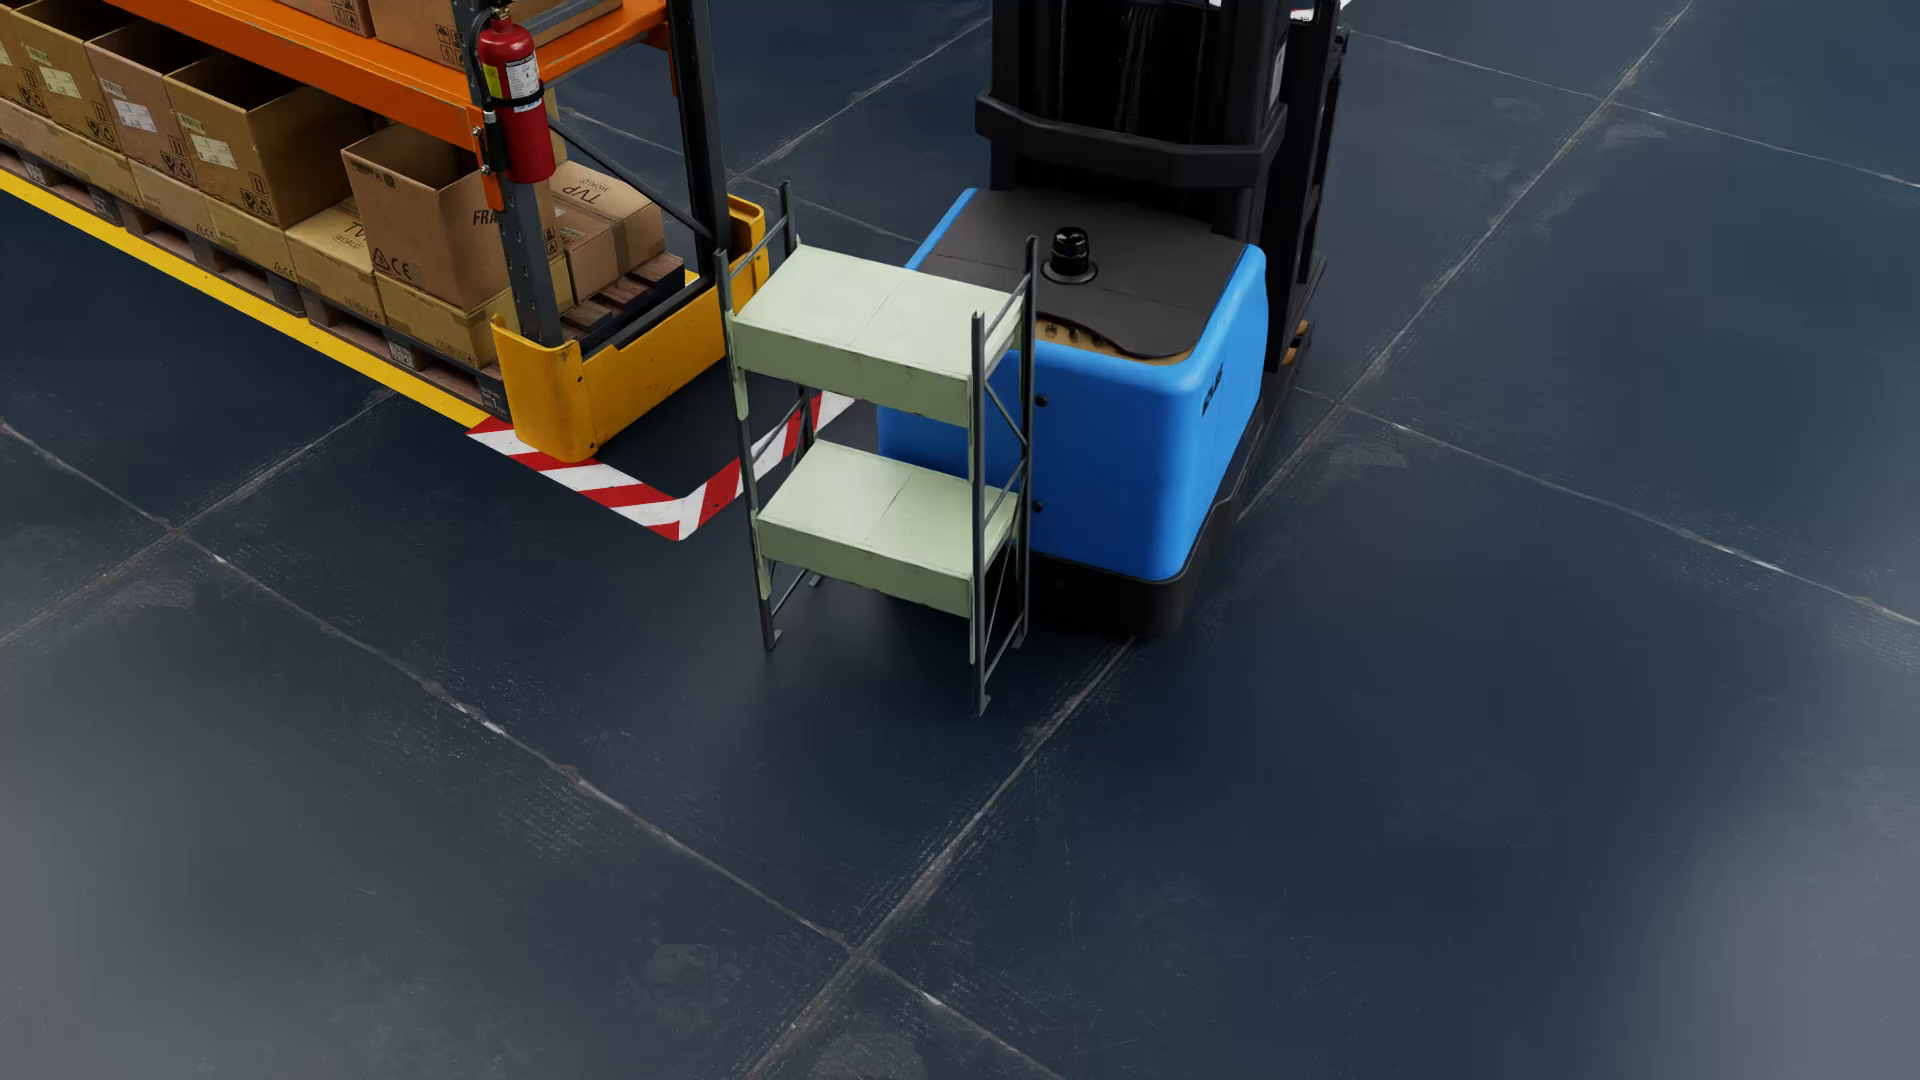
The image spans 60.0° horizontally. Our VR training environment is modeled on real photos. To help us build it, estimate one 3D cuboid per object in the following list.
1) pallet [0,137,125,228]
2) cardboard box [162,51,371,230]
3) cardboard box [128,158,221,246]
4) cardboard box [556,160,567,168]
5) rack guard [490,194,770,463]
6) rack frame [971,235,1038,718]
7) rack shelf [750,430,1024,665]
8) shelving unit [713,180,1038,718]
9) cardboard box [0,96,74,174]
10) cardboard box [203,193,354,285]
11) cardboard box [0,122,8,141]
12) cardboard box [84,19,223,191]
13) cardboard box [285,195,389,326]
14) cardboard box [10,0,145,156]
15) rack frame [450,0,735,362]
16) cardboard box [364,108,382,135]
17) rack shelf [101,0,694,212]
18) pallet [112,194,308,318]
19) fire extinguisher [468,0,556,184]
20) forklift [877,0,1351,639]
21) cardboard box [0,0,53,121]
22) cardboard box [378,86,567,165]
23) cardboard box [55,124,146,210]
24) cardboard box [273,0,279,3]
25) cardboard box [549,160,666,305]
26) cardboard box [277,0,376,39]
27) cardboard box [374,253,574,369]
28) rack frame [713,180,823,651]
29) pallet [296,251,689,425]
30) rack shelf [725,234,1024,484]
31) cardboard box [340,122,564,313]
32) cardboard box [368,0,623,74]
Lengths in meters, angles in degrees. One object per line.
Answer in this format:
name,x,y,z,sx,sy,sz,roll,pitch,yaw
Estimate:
pallet,-3.874,-1.939,7.758,1.213,0.211,1.003,25,48,25
cardboard box,-2.663,-1.603,6.476,0.500,0.500,0.500,25,48,25
cardboard box,-3.070,-1.517,6.943,0.500,0.250,0.500,25,48,25
cardboard box,-1.949,-1.422,6.836,0.500,0.250,0.500,25,48,25
rack guard,-1.206,-0.833,6.306,0.348,0.500,1.175,25,48,25
rack frame,0.124,-0.127,4.759,0.023,1.500,0.400,16,46,17
rack shelf,-0.209,0.015,5.090,0.720,0.370,0.431,16,46,17
shelving unit,-0.213,-0.224,4.867,0.755,1.500,0.431,16,46,17
cardboard box,-3.889,-1.900,7.371,0.500,0.250,0.500,25,48,25
cardboard box,-2.661,-1.325,6.728,0.500,0.250,0.500,25,48,25
cardboard box,-4.295,-2.094,7.588,0.500,0.250,0.500,25,48,25
cardboard box,-3.072,-1.795,6.691,0.500,0.500,0.500,25,48,25
cardboard box,-2.251,-1.134,6.515,0.500,0.250,0.500,25,48,25
cardboard box,-3.482,-1.985,6.904,0.500,0.500,0.500,25,48,25
rack frame,-1.226,-1.774,5.483,0.127,3.000,1.000,25,48,25
cardboard box,-2.365,-1.887,6.794,0.500,0.500,0.500,25,48,25
rack shelf,-2.863,-2.271,6.578,4.000,0.370,1.077,25,48,25
pallet,-2.871,-1.472,7.237,1.213,0.211,1.003,25,48,25
fire extinguisher,-1.396,-1.446,5.175,0.183,0.674,0.296,25,48,25
forklift,0.746,-1.770,5.530,1.130,2.935,3.031,15,44,16
cardboard box,-3.887,-2.181,7.123,0.500,0.500,0.500,25,48,25
cardboard box,-1.948,-1.702,6.588,0.500,0.500,0.500,25,48,25
cardboard box,-3.483,-1.705,7.154,0.500,0.250,0.500,25,48,25
cardboard box,-2.437,-2.388,6.095,0.500,0.500,0.700,25,48,26
cardboard box,-1.537,-1.232,6.625,0.500,0.250,0.500,25,48,25
cardboard box,-2.034,-2.195,5.879,0.500,0.500,0.700,26,48,26
cardboard box,-1.835,-0.950,6.309,0.500,0.250,0.500,25,48,25
rack frame,-0.549,-0.320,4.975,0.023,1.500,0.400,16,46,17
pallet,-1.876,-1.005,6.714,1.213,0.211,1.003,25,48,25
rack shelf,-0.216,-0.509,4.600,0.720,0.370,0.431,16,46,17
cardboard box,-1.836,-1.228,6.057,0.500,0.500,0.500,25,48,25
cardboard box,-1.601,-1.997,5.657,0.500,0.500,0.700,25,48,25
